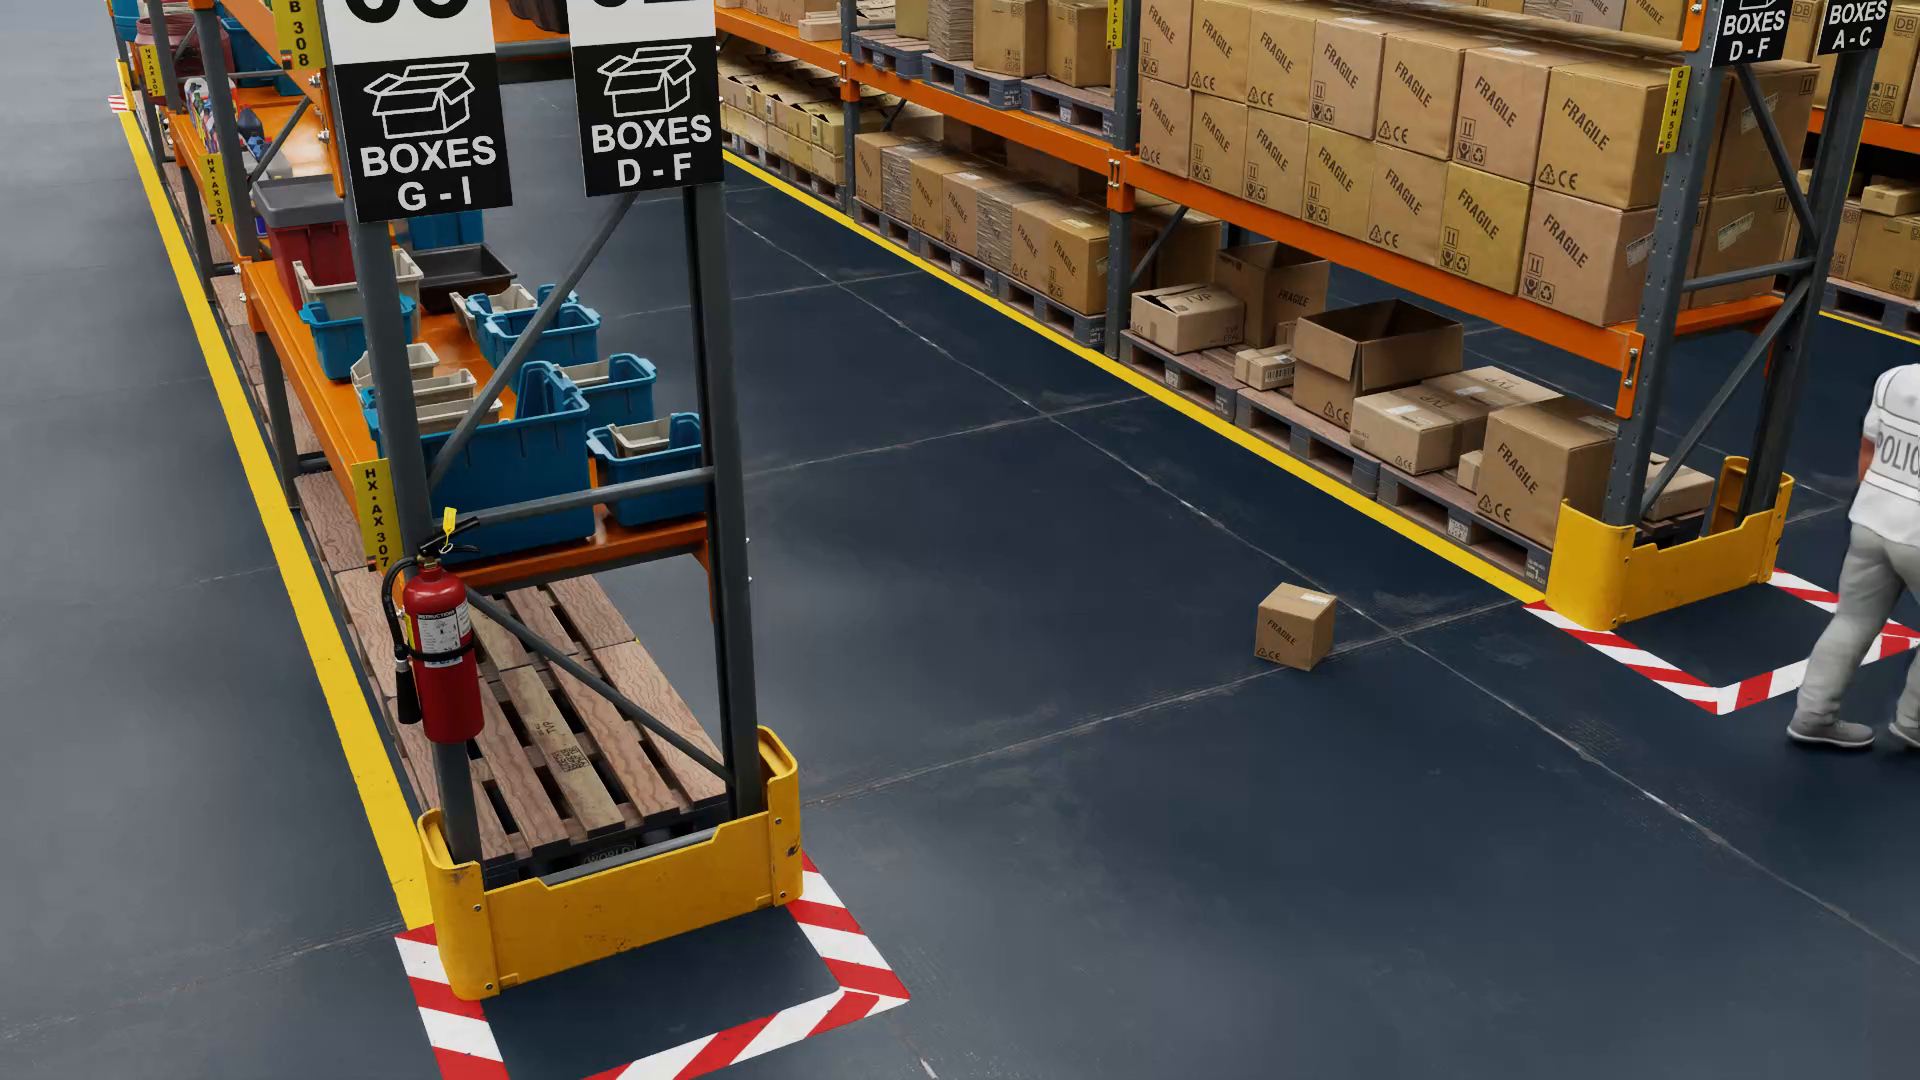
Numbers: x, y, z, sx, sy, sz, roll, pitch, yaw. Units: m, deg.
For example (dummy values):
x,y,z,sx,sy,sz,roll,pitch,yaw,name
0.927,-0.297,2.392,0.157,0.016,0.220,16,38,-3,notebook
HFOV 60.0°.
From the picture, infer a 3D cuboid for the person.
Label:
x,y,z,sx,sy,sz,roll,pitch,yaw,name
3.521,0.005,6.140,0.609,1.786,0.627,-8,27,-17,person
